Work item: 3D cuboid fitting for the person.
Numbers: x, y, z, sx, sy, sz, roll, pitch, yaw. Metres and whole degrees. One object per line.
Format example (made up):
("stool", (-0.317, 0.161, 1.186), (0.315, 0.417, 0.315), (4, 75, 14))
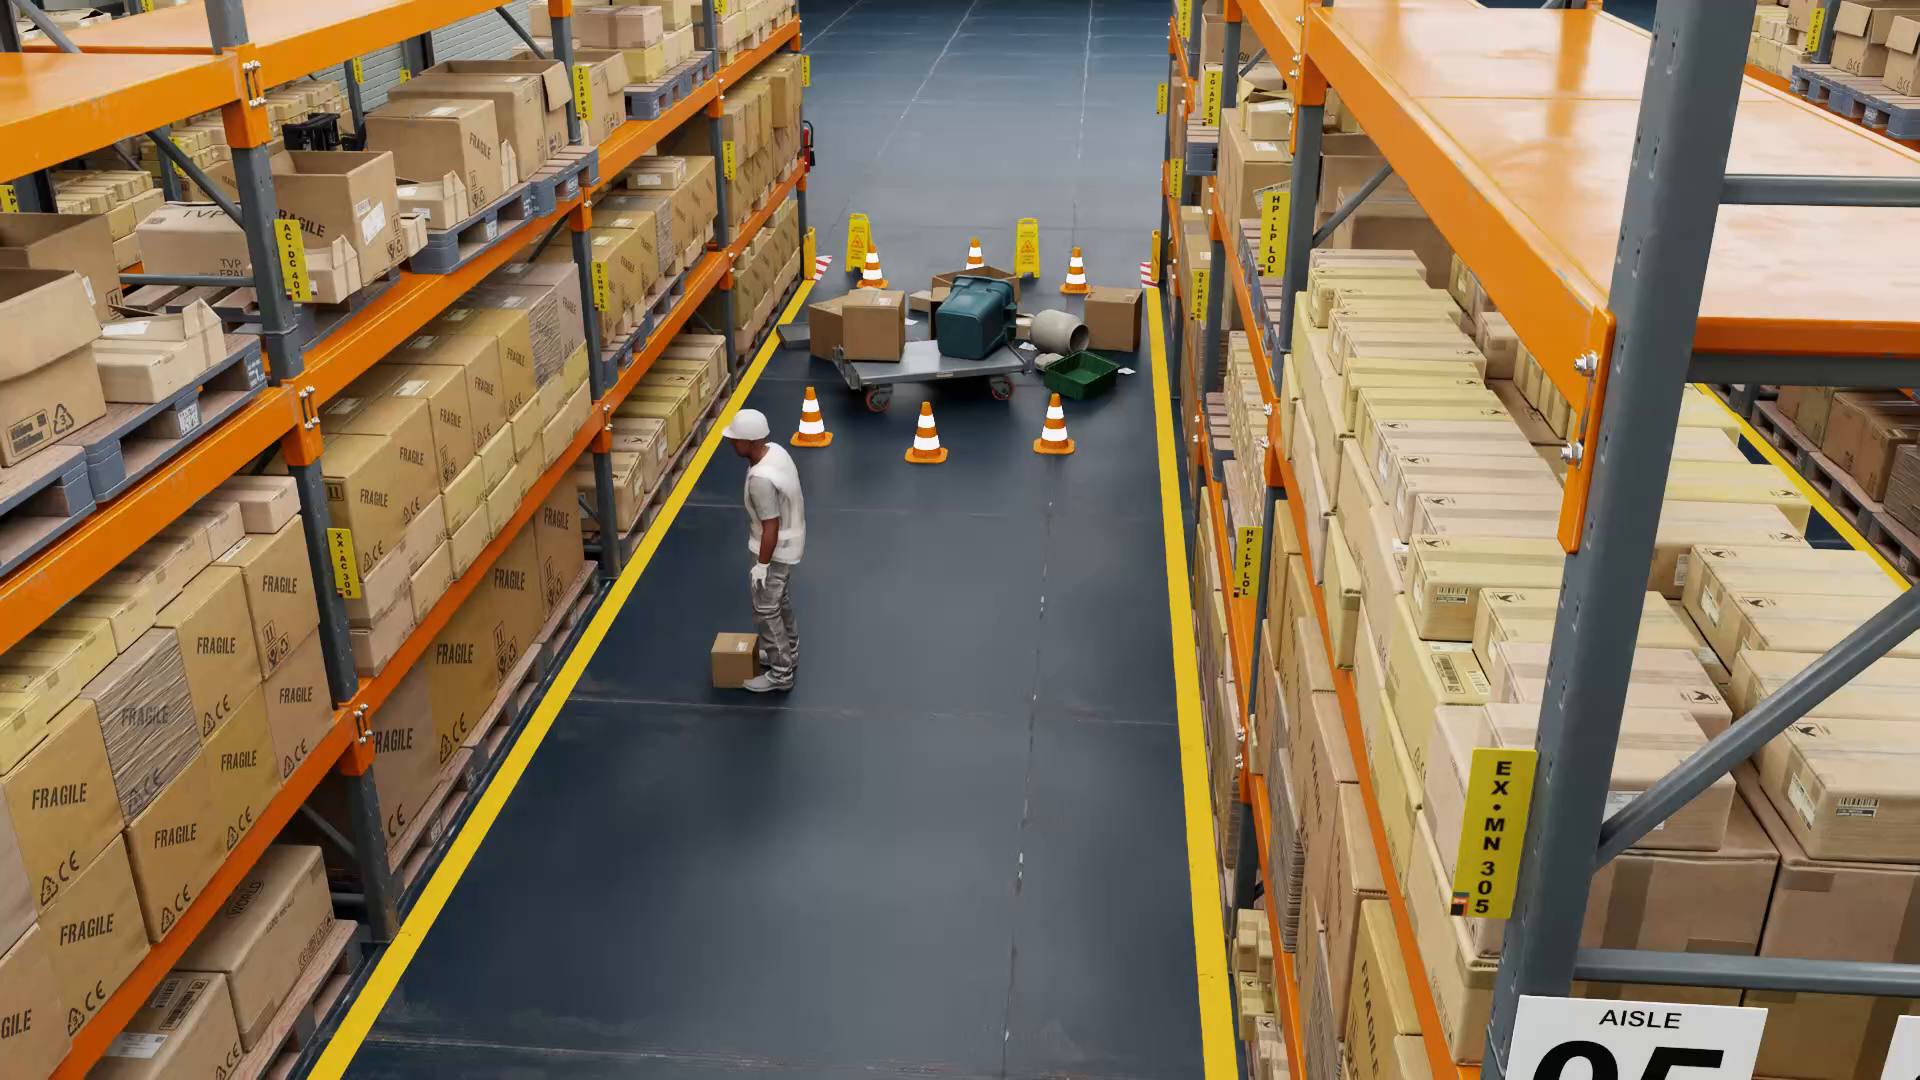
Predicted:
("person", (-1.143, 0.055, 9.879), (0.451, 1.773, 0.627), (0, 24, 1))
